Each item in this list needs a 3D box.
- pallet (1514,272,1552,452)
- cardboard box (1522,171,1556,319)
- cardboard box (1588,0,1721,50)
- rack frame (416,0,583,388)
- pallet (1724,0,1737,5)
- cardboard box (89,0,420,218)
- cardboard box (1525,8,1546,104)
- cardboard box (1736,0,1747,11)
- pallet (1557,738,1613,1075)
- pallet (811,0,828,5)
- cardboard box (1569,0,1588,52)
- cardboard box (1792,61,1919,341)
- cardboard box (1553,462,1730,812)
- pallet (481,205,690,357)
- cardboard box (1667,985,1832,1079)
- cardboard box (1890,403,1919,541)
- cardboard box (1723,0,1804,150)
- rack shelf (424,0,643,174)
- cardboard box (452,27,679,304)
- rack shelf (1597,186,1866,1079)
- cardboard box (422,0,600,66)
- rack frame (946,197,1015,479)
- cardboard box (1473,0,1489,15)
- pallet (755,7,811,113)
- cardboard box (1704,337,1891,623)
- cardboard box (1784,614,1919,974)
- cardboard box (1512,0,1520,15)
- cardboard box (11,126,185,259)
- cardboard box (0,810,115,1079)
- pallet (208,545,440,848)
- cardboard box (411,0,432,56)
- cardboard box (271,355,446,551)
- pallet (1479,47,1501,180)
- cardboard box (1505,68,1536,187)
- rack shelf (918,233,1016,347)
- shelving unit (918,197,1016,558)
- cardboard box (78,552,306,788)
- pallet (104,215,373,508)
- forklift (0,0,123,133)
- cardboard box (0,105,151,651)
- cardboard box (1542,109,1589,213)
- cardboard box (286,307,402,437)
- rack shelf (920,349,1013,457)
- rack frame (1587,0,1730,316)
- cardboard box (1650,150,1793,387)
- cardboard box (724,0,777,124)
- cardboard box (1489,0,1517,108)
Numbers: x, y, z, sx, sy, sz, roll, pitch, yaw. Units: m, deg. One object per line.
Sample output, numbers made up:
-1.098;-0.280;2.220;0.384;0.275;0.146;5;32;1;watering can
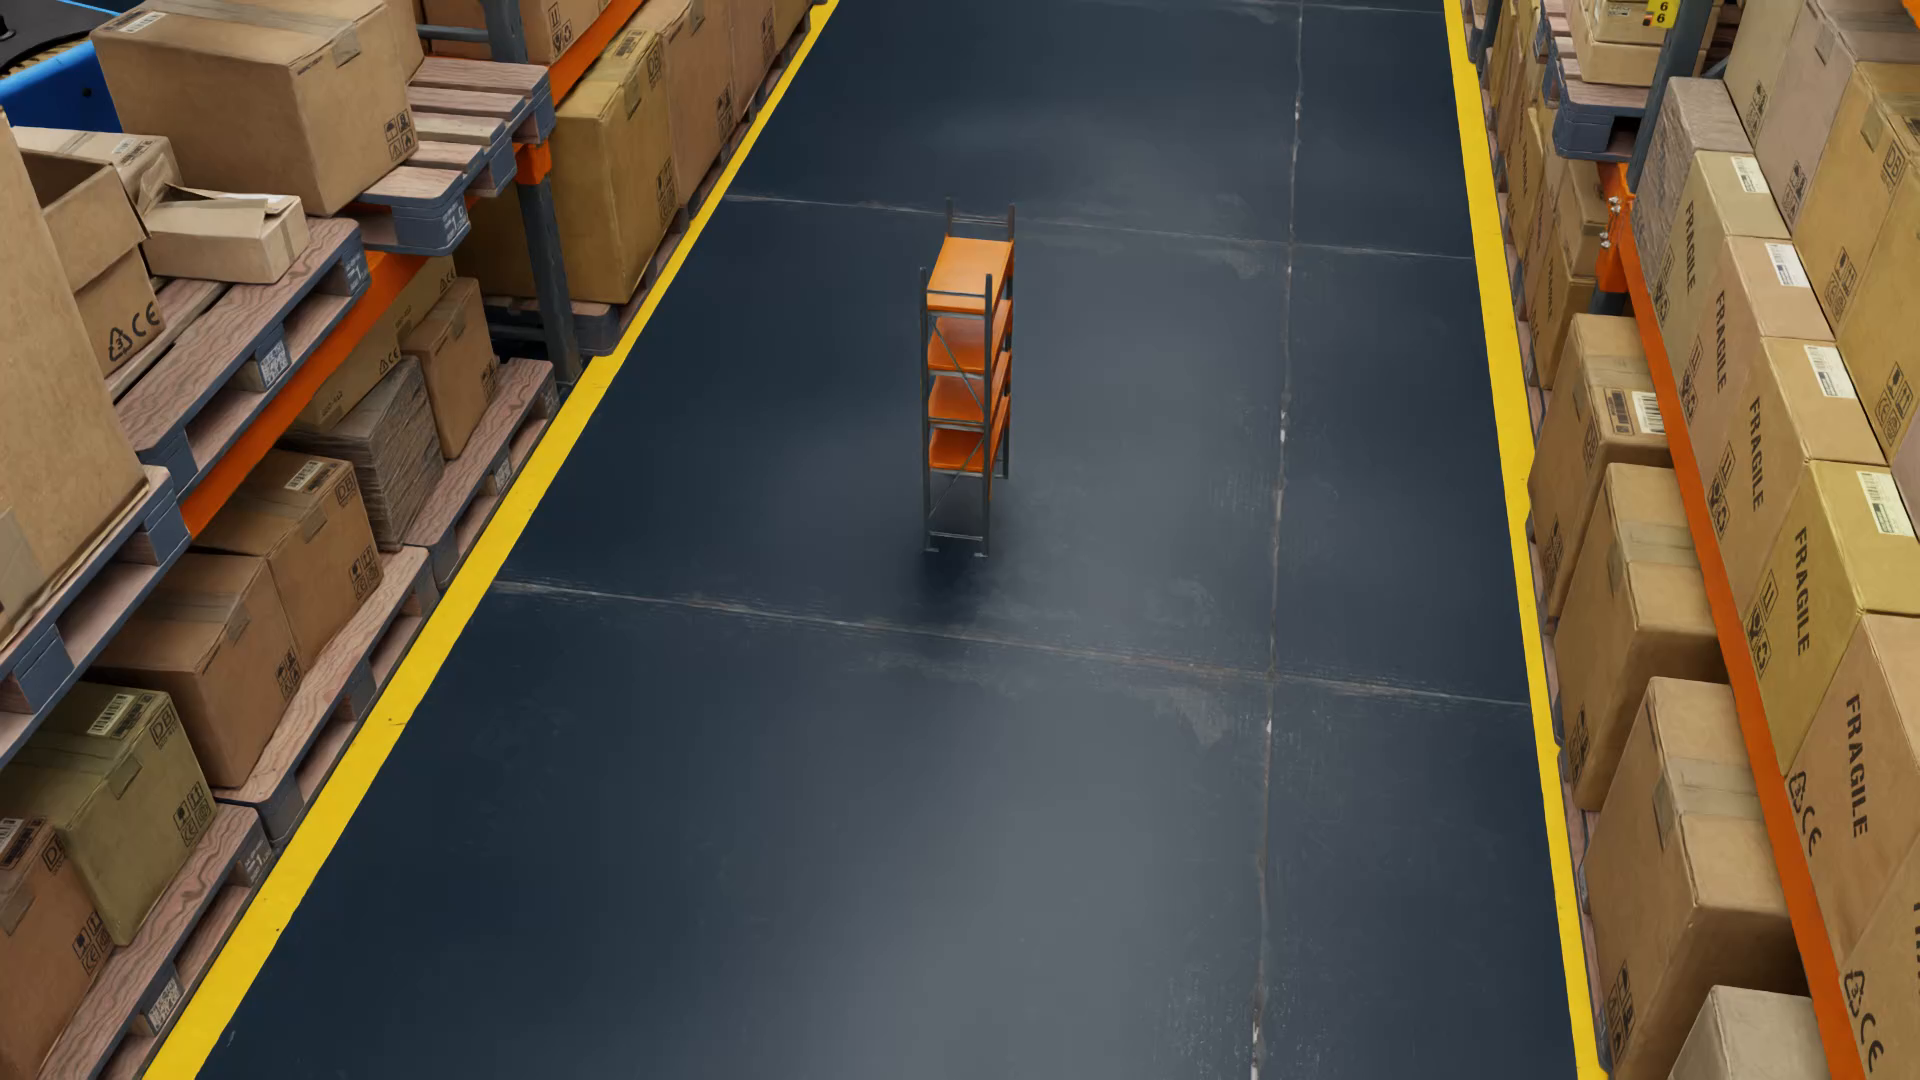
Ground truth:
2.888;-0.698;6.929;1.003;0.211;1.213;6;40;8;pallet
2.701;-1.249;7.038;0.500;0.500;0.500;8;40;9;cardboard box
2.388;-1.823;5.735;0.380;0.149;0.250;7;40;9;cardboard box
-2.116;-1.893;6.186;1.000;3.000;0.127;6;40;8;rack frame
3.054;-2.456;7.017;1.003;0.211;1.213;6;40;8;pallet
-2.168;-1.389;5.168;0.700;0.500;0.500;12;41;14;cardboard box
2.873;-2.192;7.591;0.500;0.250;0.500;8;40;9;cardboard box
3.166;-2.114;6.320;0.380;0.149;0.250;8;40;10;cardboard box
2.327;1.042;4.824;1.003;0.211;1.213;6;40;8;pallet
-1.215;-3.797;10.677;1.003;0.211;1.213;6;40;8;pallet
2.429;-1.864;6.018;0.380;0.149;0.250;6;40;8;cardboard box
2.491;-0.786;3.984;0.700;0.500;0.500;6;40;7;cardboard box
2.409;0.344;4.916;1.050;0.750;0.750;7;40;8;cardboard box
-1.906;-1.305;7.663;1.003;0.211;1.213;6;40;8;pallet
2.078;1.533;3.478;1.050;0.750;0.750;6;40;7;cardboard box
2.314;-0.149;3.213;0.700;0.500;0.500;7;40;8;cardboard box
2.664;-1.426;4.758;0.700;0.500;0.500;6;40;7;cardboard box
-1.770;-2.871;7.933;1.077;0.370;4.000;6;40;8;rack shelf
-1.976;-1.667;7.250;1.225;0.875;0.875;5;40;6;cardboard box
2.405;0.250;4.159;1.077;0.370;4.000;6;40;8;rack shelf
-1.764;-2.207;6.487;0.500;0.500;0.500;8;40;9;cardboard box
0.071;-0.719;6.179;0.240;1.200;0.015;6;40;8;rack frame
3.176;-3.140;9.602;0.380;0.149;0.250;7;40;8;cardboard box
-1.483;-2.836;9.515;1.003;0.211;1.213;6;40;8;pallet
2.146;-0.121;3.964;0.500;0.500;0.500;6;40;7;cardboard box
1.974;0.515;3.195;0.500;0.500;0.500;6;40;7;cardboard box
3.055;-2.846;8.382;0.500;0.250;0.500;5;40;6;cardboard box
-2.633;-0.971;4.858;0.500;0.250;0.500;5;40;6;cardboard box
-2.681;1.028;4.269;0.700;0.500;0.500;4;40;4;cardboard box
-2.466;0.435;5.558;1.003;0.211;1.213;6;40;8;pallet
-2.275;-2.269;6.562;0.500;0.500;0.500;8;40;9;cardboard box
-2.296;-0.327;5.908;0.700;0.500;0.500;3;40;4;cardboard box
3.310;-2.230;8.781;1.003;0.211;1.213;6;40;8;pallet
2.887;-1.895;7.820;0.500;0.500;0.500;7;40;8;cardboard box
0.029;-0.869;5.743;0.258;0.148;0.480;6;40;8;rack shelf
0.029;-0.566;5.993;0.258;1.200;0.503;6;40;8;shelving unit
-2.484;0.380;5.053;0.700;0.500;0.500;3;40;4;cardboard box
-2.419;-0.572;4.739;1.003;0.211;1.213;6;40;8;pallet
-5.137;-2.754;7.281;3.031;2.935;1.130;18;43;20;forklift
-2.533;-0.259;3.409;1.000;1.000;1.000;7;40;8;cardboard box
2.688;-1.547;6.810;0.500;0.250;0.500;7;40;8;cardboard box
-2.284;-0.631;5.687;0.500;0.250;0.500;11;41;13;cardboard box
0.029;-0.514;6.036;0.258;0.148;0.480;6;40;8;rack shelf
2.751;-1.283;5.448;1.000;3.000;0.127;6;40;8;rack frame
2.323;-0.750;4.725;0.500;0.500;0.500;6;40;7;cardboard box
-1.669;-2.782;8.598;1.225;0.875;0.875;5;40;6;cardboard box
3.054;-2.557;8.621;0.500;0.500;0.500;8;40;9;cardboard box
